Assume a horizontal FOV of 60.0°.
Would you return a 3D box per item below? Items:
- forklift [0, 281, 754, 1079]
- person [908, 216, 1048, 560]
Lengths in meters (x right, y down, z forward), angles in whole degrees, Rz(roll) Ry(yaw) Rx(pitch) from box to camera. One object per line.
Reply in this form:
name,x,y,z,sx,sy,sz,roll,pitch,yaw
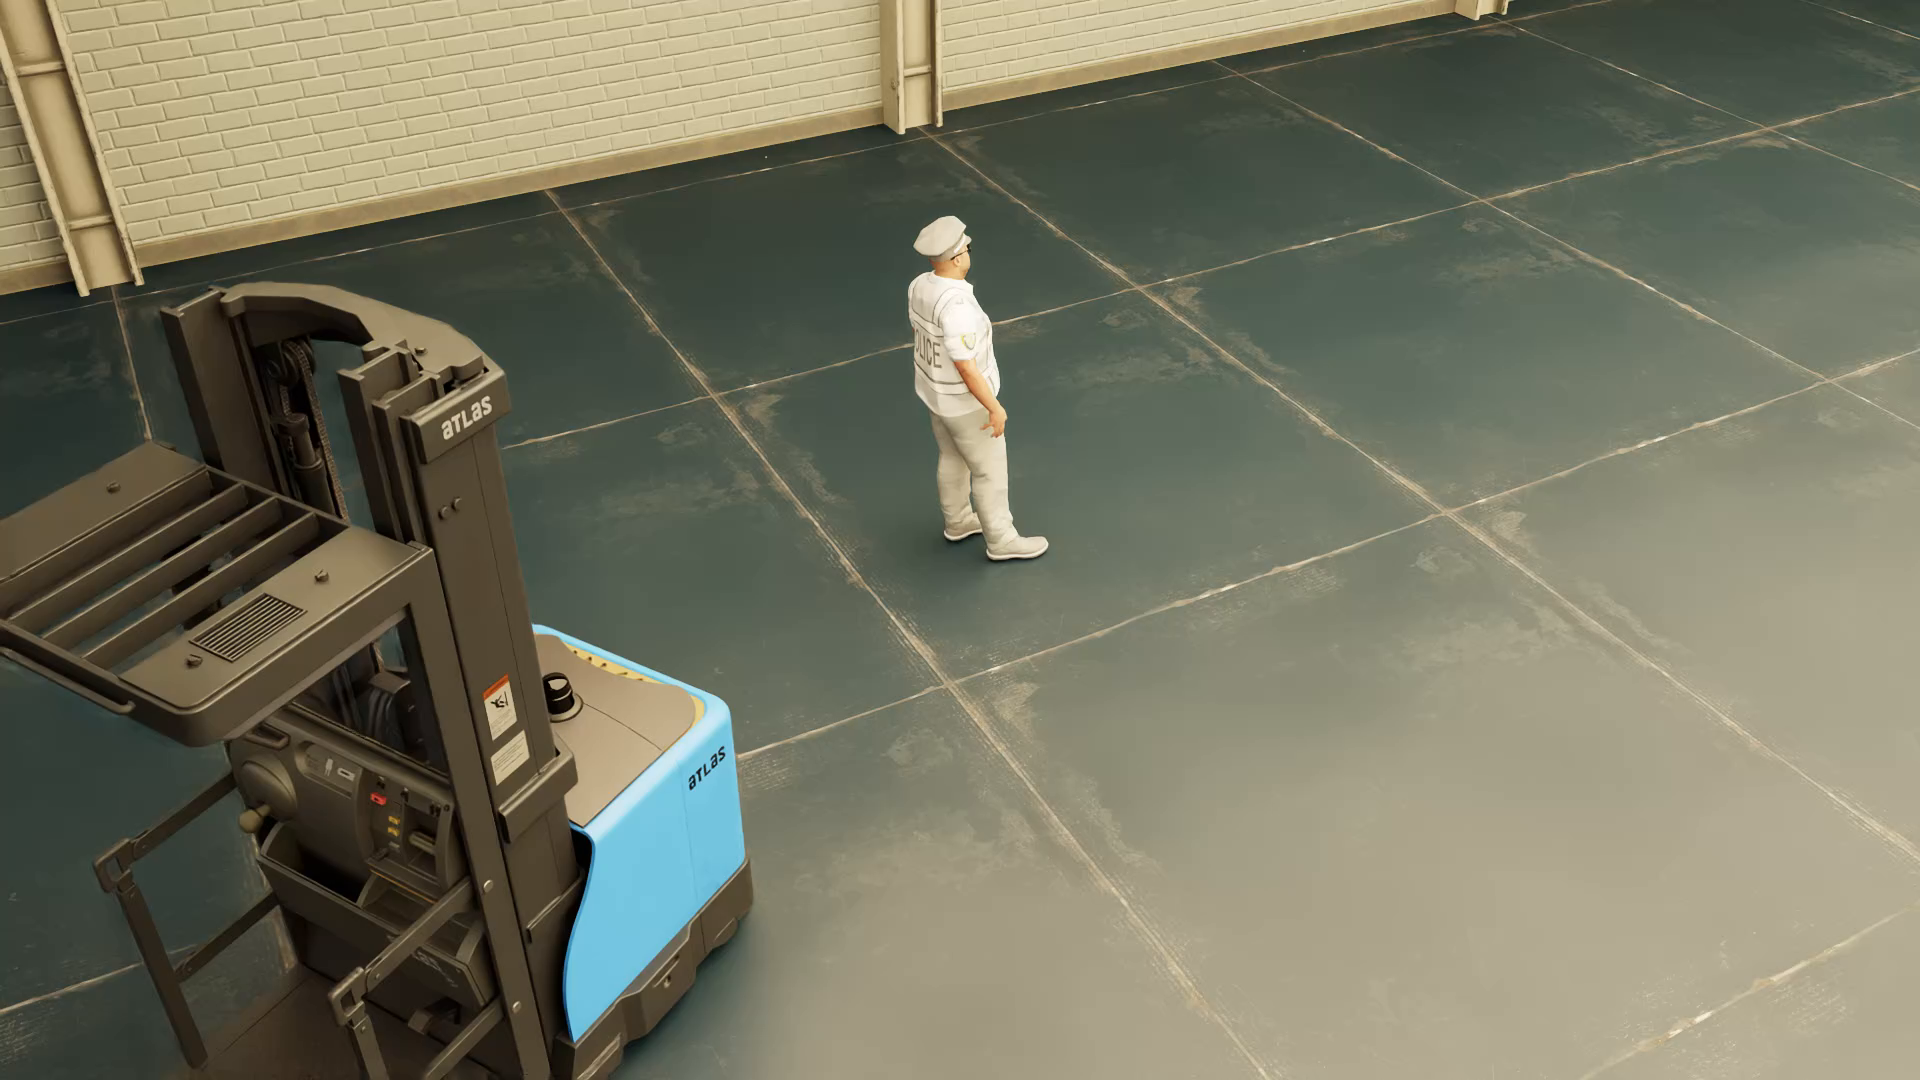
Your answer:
forklift,-1.990,0.855,4.913,1.130,2.935,3.031,19,39,24
person,0.074,-0.747,8.165,0.575,1.778,0.640,-17,39,-23
